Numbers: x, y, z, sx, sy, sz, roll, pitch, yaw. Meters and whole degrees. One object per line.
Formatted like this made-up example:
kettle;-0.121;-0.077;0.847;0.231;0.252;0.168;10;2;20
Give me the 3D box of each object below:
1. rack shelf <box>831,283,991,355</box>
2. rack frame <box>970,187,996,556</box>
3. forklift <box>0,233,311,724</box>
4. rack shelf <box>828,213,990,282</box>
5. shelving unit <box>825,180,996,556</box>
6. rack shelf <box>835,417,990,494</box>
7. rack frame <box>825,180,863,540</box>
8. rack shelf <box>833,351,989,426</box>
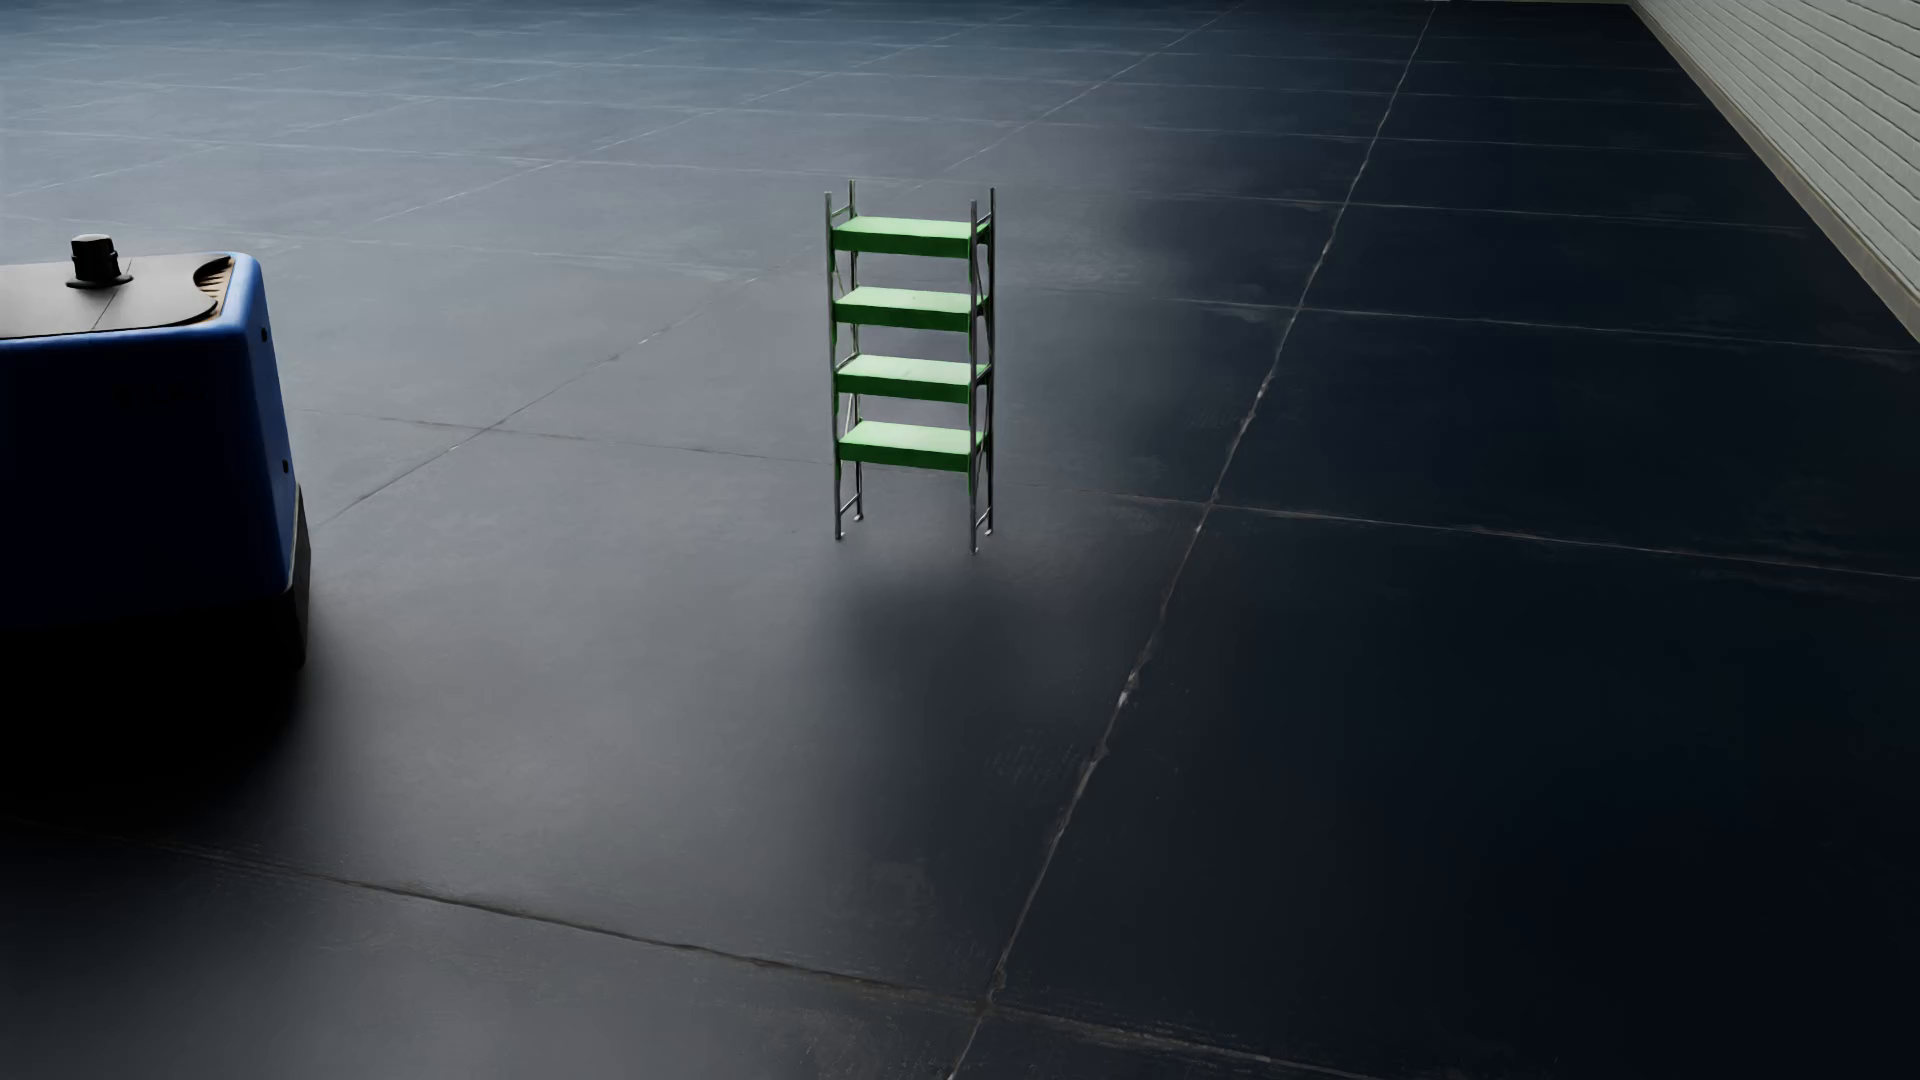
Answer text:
rack shelf;-0.158;-0.736;5.520;0.480;0.148;0.258;7;23;16
rack frame;0.075;-0.547;5.521;0.015;1.200;0.240;7;23;16
forklift;-3.435;-0.910;4.128;3.031;2.935;1.130;-7;23;-17
rack shelf;-0.158;-0.958;5.429;0.480;0.148;0.258;7;23;16
shelving unit;-0.158;-0.573;5.587;0.503;1.200;0.258;7;23;16
rack shelf;-0.158;-0.292;5.702;0.480;0.148;0.258;7;23;16
rack frame;-0.392;-0.600;5.652;0.015;1.200;0.240;7;23;16
rack shelf;-0.158;-0.514;5.611;0.480;0.148;0.258;7;23;16
